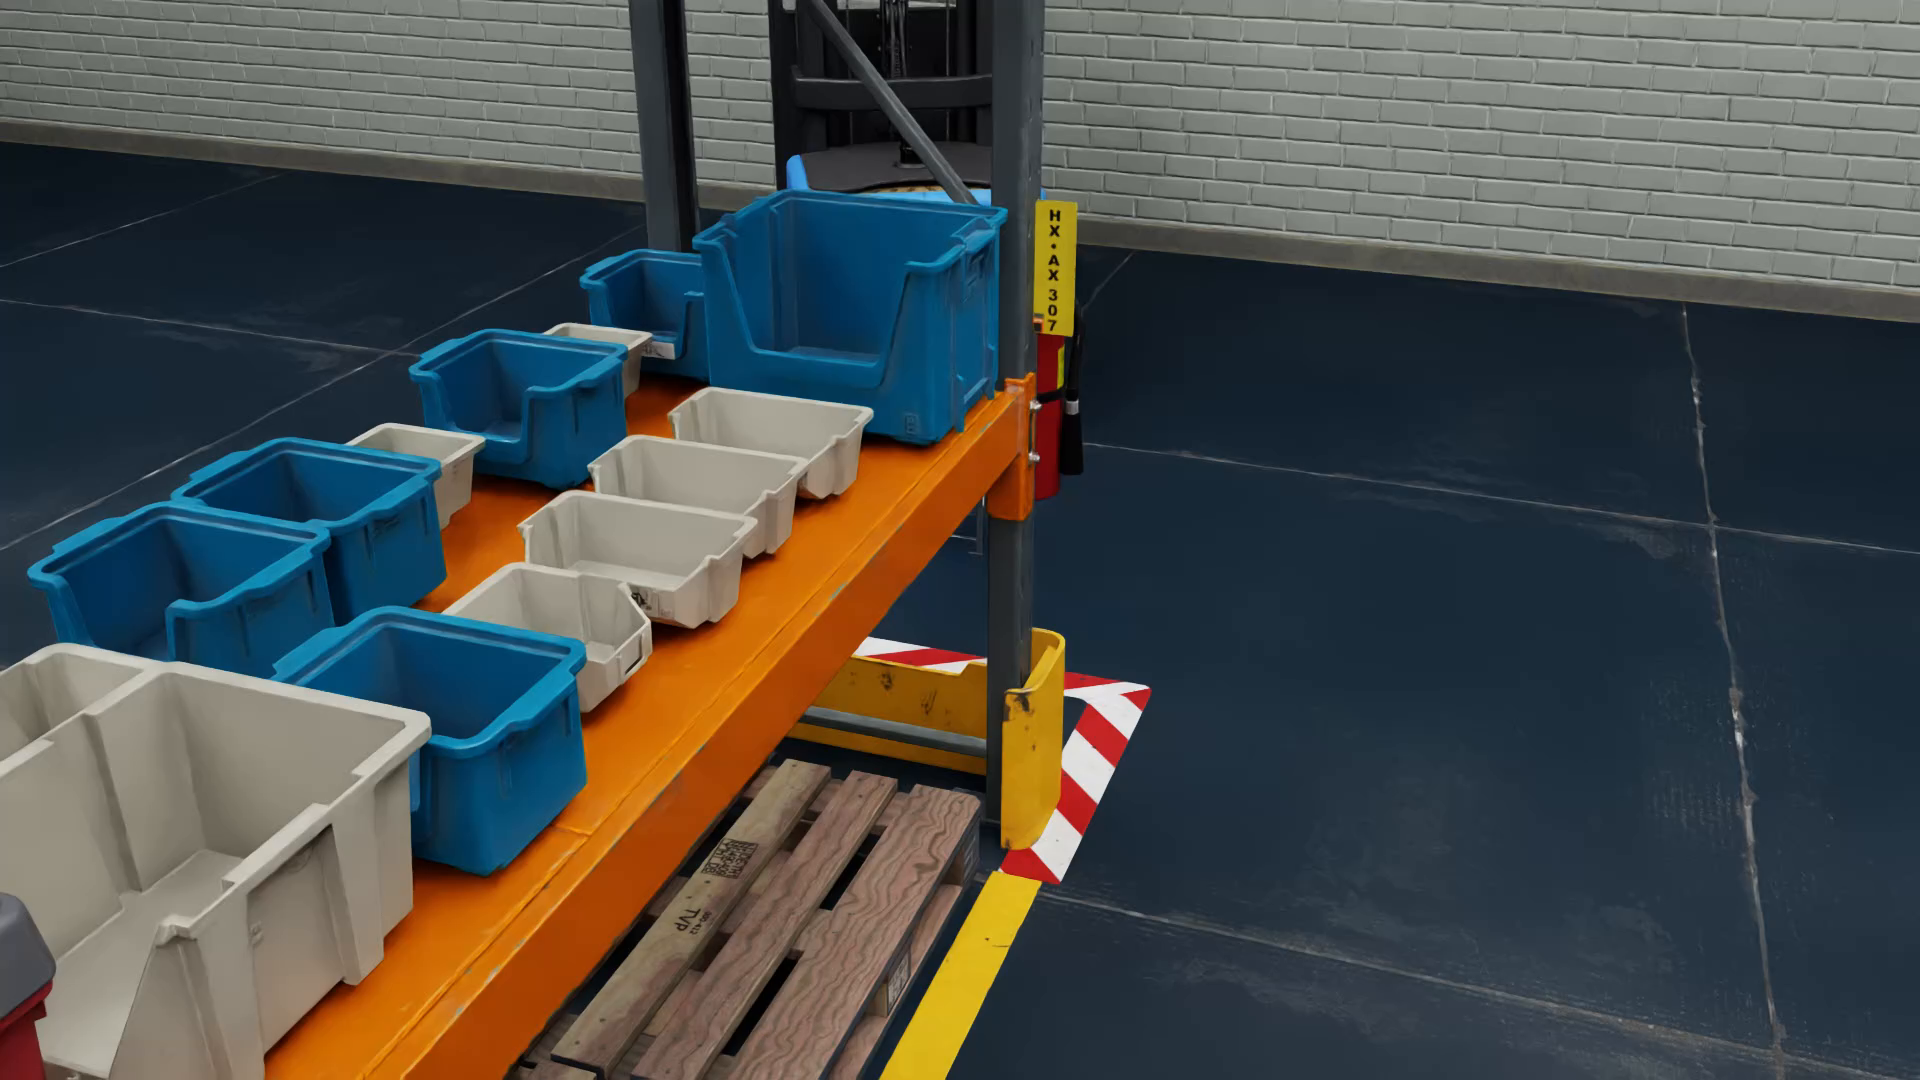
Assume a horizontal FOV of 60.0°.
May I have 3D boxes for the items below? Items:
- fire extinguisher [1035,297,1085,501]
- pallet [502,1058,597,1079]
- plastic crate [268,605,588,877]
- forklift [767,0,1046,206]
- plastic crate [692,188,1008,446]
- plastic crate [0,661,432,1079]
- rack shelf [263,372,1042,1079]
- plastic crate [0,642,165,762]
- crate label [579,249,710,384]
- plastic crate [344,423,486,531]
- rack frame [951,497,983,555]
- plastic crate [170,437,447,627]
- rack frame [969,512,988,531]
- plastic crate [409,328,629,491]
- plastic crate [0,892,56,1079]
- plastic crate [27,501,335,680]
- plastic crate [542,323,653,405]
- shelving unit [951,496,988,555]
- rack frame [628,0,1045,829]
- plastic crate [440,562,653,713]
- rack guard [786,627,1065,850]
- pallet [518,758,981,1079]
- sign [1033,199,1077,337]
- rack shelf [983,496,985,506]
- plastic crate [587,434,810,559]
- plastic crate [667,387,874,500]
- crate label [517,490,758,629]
[{"bbox_3d":[0.180,-0.438,4.228,0.296,0.674,0.183,9,27,17],"label":"fire extinguisher"},{"bbox_3d":[-1.017,1.444,3.025,1.003,0.211,1.213,9,27,17],"label":"pallet"},{"bbox_3d":[-0.740,0.285,2.342,0.416,0.233,0.300,9,27,17],"label":"plastic crate"},{"bbox_3d":[-0.359,-2.373,7.789,1.130,2.935,3.031,-4,26,-8],"label":"forklift"},{"bbox_3d":[-0.234,-0.522,3.777,0.616,0.435,0.499,9,27,17],"label":"plastic crate"},{"bbox_3d":[-0.948,0.425,1.997,0.437,0.282,0.530,9,27,17],"label":"plastic crate"},{"bbox_3d":[-0.964,0.502,2.597,1.077,0.370,4.000,9,27,17],"label":"rack shelf"},{"bbox_3d":[-1.334,0.332,2.356,0.293,0.136,0.466,9,27,17],"label":"plastic crate"},{"bbox_3d":[-0.691,-0.542,4.051,0.416,0.233,0.303,9,27,17],"label":"crate label"},{"bbox_3d":[-1.102,-0.100,3.248,0.250,0.136,0.298,9,27,17],"label":"plastic crate"},{"bbox_3d":[-0.031,-0.367,5.974,0.240,0.900,0.006,9,27,17],"label":"rack frame"},{"bbox_3d":[-1.130,-0.001,2.933,0.416,0.233,0.300,9,27,17],"label":"plastic crate"},{"bbox_3d":[0.037,-0.450,6.147,0.240,0.900,0.006,9,27,17],"label":"rack frame"},{"bbox_3d":[-0.910,-0.271,3.492,0.416,0.233,0.300,9,27,17],"label":"plastic crate"},{"bbox_3d":[-1.096,0.613,1.399,0.402,0.464,0.583,9,27,17],"label":"plastic crate"},{"bbox_3d":[-1.229,0.122,2.678,0.416,0.233,0.300,9,27,17],"label":"plastic crate"},{"bbox_3d":[-0.876,-0.379,3.824,0.250,0.136,0.298,9,27,17],"label":"plastic crate"},{"bbox_3d":[0.003,-0.408,6.061,0.258,0.900,0.210,9,27,17],"label":"shelving unit"},{"bbox_3d":[-0.299,-0.644,4.138,1.000,3.000,0.127,9,27,17],"label":"rack frame"},{"bbox_3d":[-0.660,0.168,2.694,0.298,0.136,0.250,9,27,17],"label":"plastic crate"},{"bbox_3d":[-0.303,0.469,4.707,1.175,0.500,0.348,9,27,17],"label":"rack guard"},{"bbox_3d":[-0.610,0.944,4.057,1.003,0.211,1.213,9,27,17],"label":"pallet"},{"bbox_3d":[0.225,-0.644,3.952,0.100,0.325,0.005,9,27,17],"label":"sign"},{"bbox_3d":[0.003,-0.216,6.154,0.258,0.077,0.200,9,27,17],"label":"rack shelf"},{"bbox_3d":[-0.509,-0.074,3.195,0.396,0.136,0.243,9,27,17],"label":"plastic crate"},{"bbox_3d":[-0.399,-0.191,3.436,0.396,0.136,0.243,9,27,17],"label":"plastic crate"},{"bbox_3d":[-0.579,0.044,2.951,0.396,0.136,0.243,9,27,17],"label":"crate label"}]
